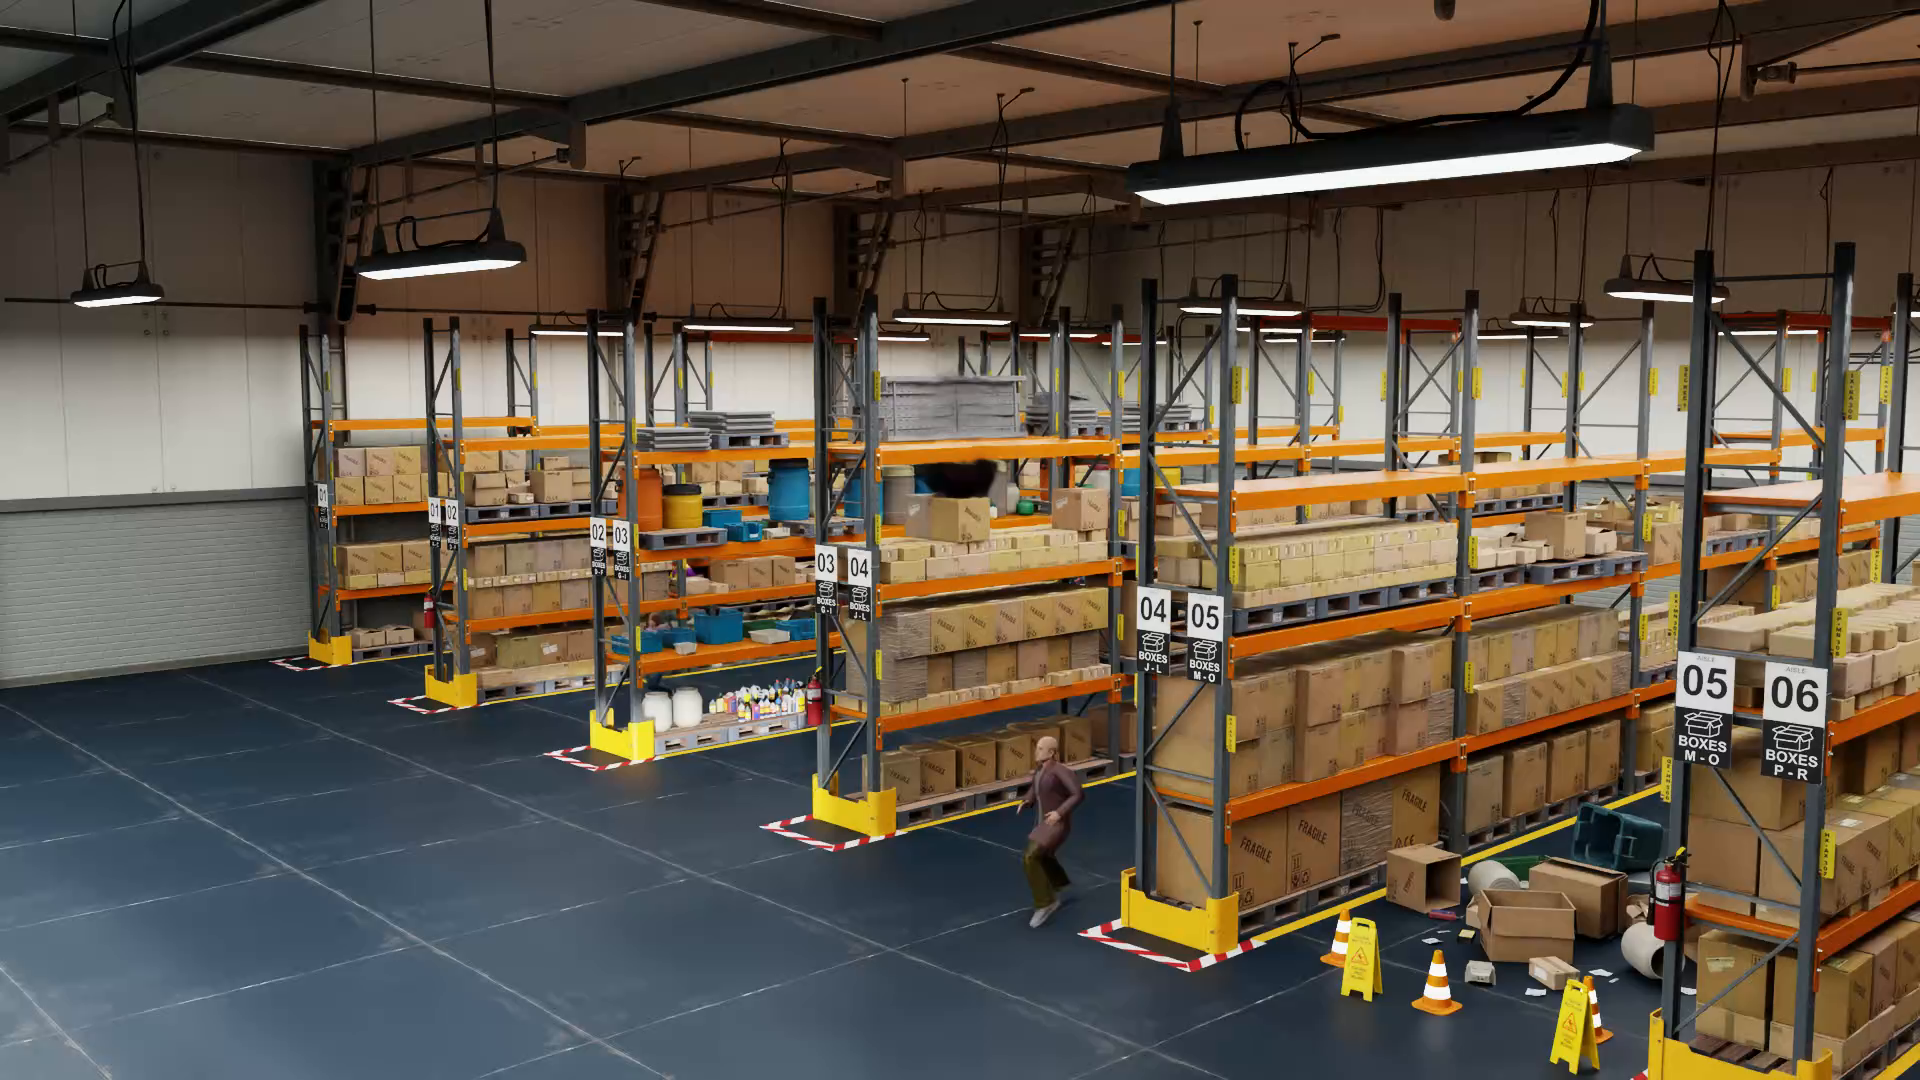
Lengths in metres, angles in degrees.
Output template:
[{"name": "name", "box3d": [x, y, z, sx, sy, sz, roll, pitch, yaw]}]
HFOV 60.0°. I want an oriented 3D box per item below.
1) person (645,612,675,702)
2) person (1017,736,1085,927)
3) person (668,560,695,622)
[{"name": "person", "box3d": [-4.590, 1.858, 25.121, 0.546, 1.564, 0.541, 4, 7, 32]}, {"name": "person", "box3d": [0.878, 2.723, 15.836, 0.762, 1.762, 0.902, -2, 6, -23]}, {"name": "person", "box3d": [-5.402, 1.062, 32.231, 0.692, 1.726, 0.598, 5, 8, 41]}]
